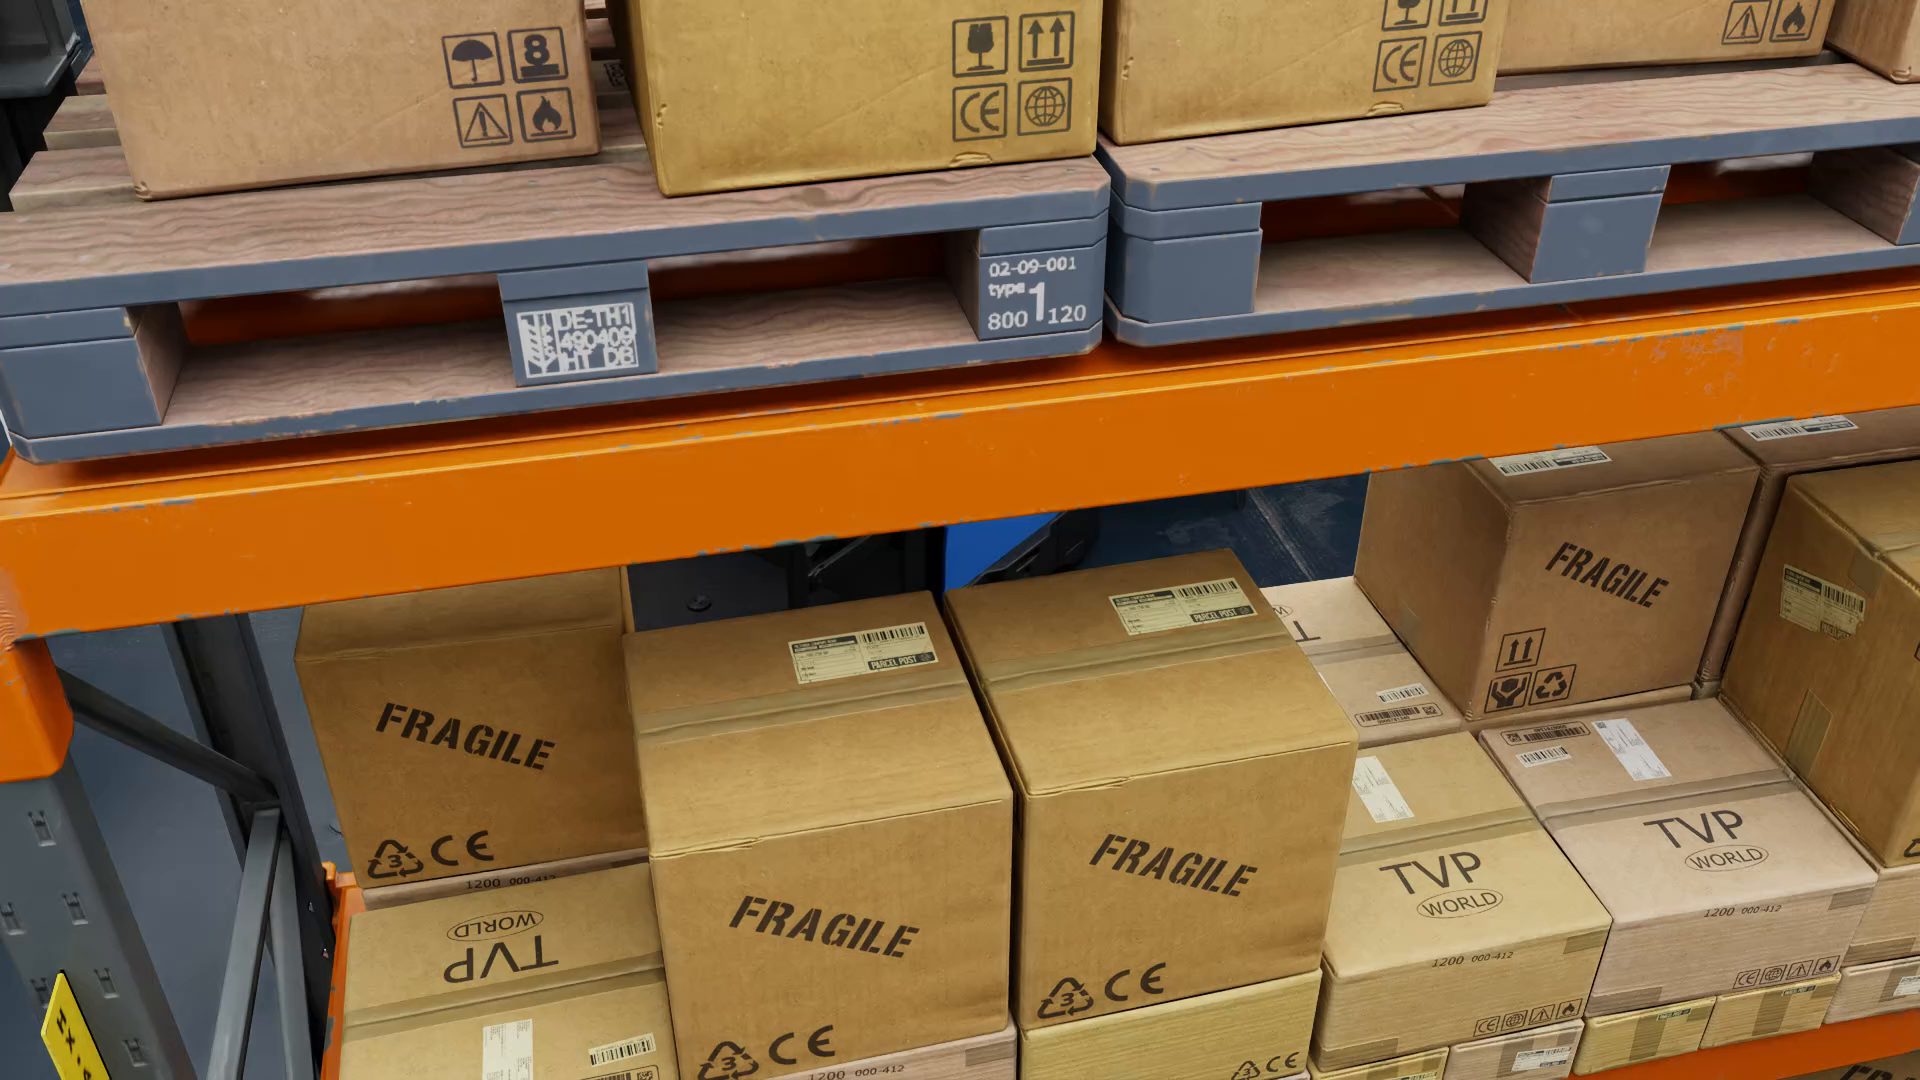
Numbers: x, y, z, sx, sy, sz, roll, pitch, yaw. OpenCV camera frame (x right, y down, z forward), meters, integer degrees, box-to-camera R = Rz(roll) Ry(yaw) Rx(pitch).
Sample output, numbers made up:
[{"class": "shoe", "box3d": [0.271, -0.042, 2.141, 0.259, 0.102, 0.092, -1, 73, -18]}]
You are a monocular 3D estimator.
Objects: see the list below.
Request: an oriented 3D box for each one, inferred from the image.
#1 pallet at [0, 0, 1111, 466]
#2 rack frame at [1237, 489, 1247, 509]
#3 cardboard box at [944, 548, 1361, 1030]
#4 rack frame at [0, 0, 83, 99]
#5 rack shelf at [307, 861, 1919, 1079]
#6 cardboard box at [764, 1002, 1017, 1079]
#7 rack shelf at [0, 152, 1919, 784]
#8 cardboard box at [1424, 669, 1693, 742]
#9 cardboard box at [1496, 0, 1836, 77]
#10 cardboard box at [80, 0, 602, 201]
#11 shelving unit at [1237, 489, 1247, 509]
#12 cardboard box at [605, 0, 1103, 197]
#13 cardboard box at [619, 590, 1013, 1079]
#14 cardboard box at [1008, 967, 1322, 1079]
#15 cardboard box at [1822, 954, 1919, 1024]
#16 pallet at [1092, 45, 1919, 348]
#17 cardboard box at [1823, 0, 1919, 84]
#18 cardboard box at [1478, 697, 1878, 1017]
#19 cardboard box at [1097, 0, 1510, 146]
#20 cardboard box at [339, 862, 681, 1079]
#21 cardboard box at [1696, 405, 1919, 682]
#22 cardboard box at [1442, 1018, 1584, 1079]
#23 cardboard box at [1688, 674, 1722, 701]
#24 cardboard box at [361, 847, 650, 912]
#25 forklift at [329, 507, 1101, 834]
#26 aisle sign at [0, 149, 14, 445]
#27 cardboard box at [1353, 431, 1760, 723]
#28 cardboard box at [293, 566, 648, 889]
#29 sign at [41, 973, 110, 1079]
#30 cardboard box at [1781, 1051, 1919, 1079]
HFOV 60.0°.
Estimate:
[{"class": "pallet", "box3d": [-0.522, -0.507, 2.201, 1.213, 0.211, 1.003, -7, 35, -11]}, {"class": "rack frame", "box3d": [1.202, -0.891, 6.732, 0.032, 1.500, 0.500, 3, 34, 5]}, {"class": "cardboard box", "box3d": [0.276, 0.385, 2.679, 0.500, 0.500, 0.500, -8, 35, -12]}, {"class": "rack frame", "box3d": [-1.244, -1.692, 1.196, 0.127, 3.000, 1.000, -7, 35, -11]}, {"class": "rack shelf", "box3d": [0.707, 0.851, 3.435, 4.000, 0.370, 1.077, -7, 35, -11]}, {"class": "cardboard box", "box3d": [-0.210, 0.758, 2.797, 0.500, 0.250, 0.500, -8, 35, -11]}, {"class": "rack shelf", "box3d": [0.707, -0.394, 2.599, 4.000, 0.370, 1.077, -7, 35, -11]}, {"class": "cardboard box", "box3d": [1.151, 0.286, 3.499, 0.500, 0.250, 0.500, -6, 34, -9]}, {"class": "cardboard box", "box3d": [0.841, -1.016, 2.325, 0.500, 0.500, 0.700, -6, 34, -8]}, {"class": "cardboard box", "box3d": [-0.748, -0.797, 1.998, 0.500, 0.500, 0.700, -9, 35, -13]}, {"class": "shelving unit", "box3d": [0.696, -0.922, 6.778, 1.048, 1.500, 0.538, 3, 34, 5]}, {"class": "cardboard box", "box3d": [-0.173, -0.801, 2.004, 0.500, 0.500, 0.700, -8, 35, -12]}, {"class": "cardboard box", "box3d": [-0.228, 0.452, 2.579, 0.500, 0.500, 0.500, -8, 35, -12]}, {"class": "cardboard box", "box3d": [0.280, 0.698, 2.886, 0.500, 0.250, 0.500, -8, 35, -12]}, {"class": "cardboard box", "box3d": [1.680, 0.722, 3.208, 0.250, 0.149, 0.380, -7, 34, -10]}, {"class": "pallet", "box3d": [0.670, -0.659, 2.428, 1.213, 0.211, 1.003, -7, 35, -11]}, {"class": "cardboard box", "box3d": [1.382, -1.004, 2.305, 0.500, 0.500, 0.700, -5, 34, -8]}, {"class": "cardboard box", "box3d": [1.283, 0.570, 3.076, 0.500, 0.250, 0.500, -7, 34, -10]}, {"class": "cardboard box", "box3d": [0.321, -0.891, 2.138, 0.500, 0.500, 0.700, -9, 35, -14]}, {"class": "cardboard box", "box3d": [-0.716, 0.825, 2.696, 0.500, 0.250, 0.500, -8, 35, -12]}, {"class": "cardboard box", "box3d": [1.652, -0.089, 3.386, 0.500, 0.500, 0.500, -7, 35, -11]}, {"class": "cardboard box", "box3d": [0.931, 0.816, 3.068, 0.250, 0.149, 0.380, -7, 34, -10]}, {"class": "cardboard box", "box3d": [1.655, 0.219, 3.599, 0.500, 0.250, 0.500, -7, 35, -11]}, {"class": "cardboard box", "box3d": [-0.830, 0.534, 3.131, 0.500, 0.250, 0.500, -8, 35, -11]}, {"class": "forklift", "box3d": [-0.734, -0.720, 5.192, 1.130, 2.935, 3.031, 23, 40, 30]}, {"class": "aisle sign", "box3d": [-1.380, -0.435, 2.373, 0.004, 0.787, 0.394, -7, 35, -11]}, {"class": "cardboard box", "box3d": [1.146, -0.023, 3.287, 0.500, 0.500, 0.500, -8, 35, -12]}, {"class": "cardboard box", "box3d": [-0.827, 0.223, 2.920, 0.500, 0.500, 0.500, -7, 34, -10]}, {"class": "sign", "box3d": [-1.127, 0.709, 2.154, 0.005, 0.325, 0.100, -7, 35, -11]}, {"class": "cardboard box", "box3d": [1.996, 1.052, 4.020, 0.875, 0.875, 0.875, -7, 35, -11]}]
